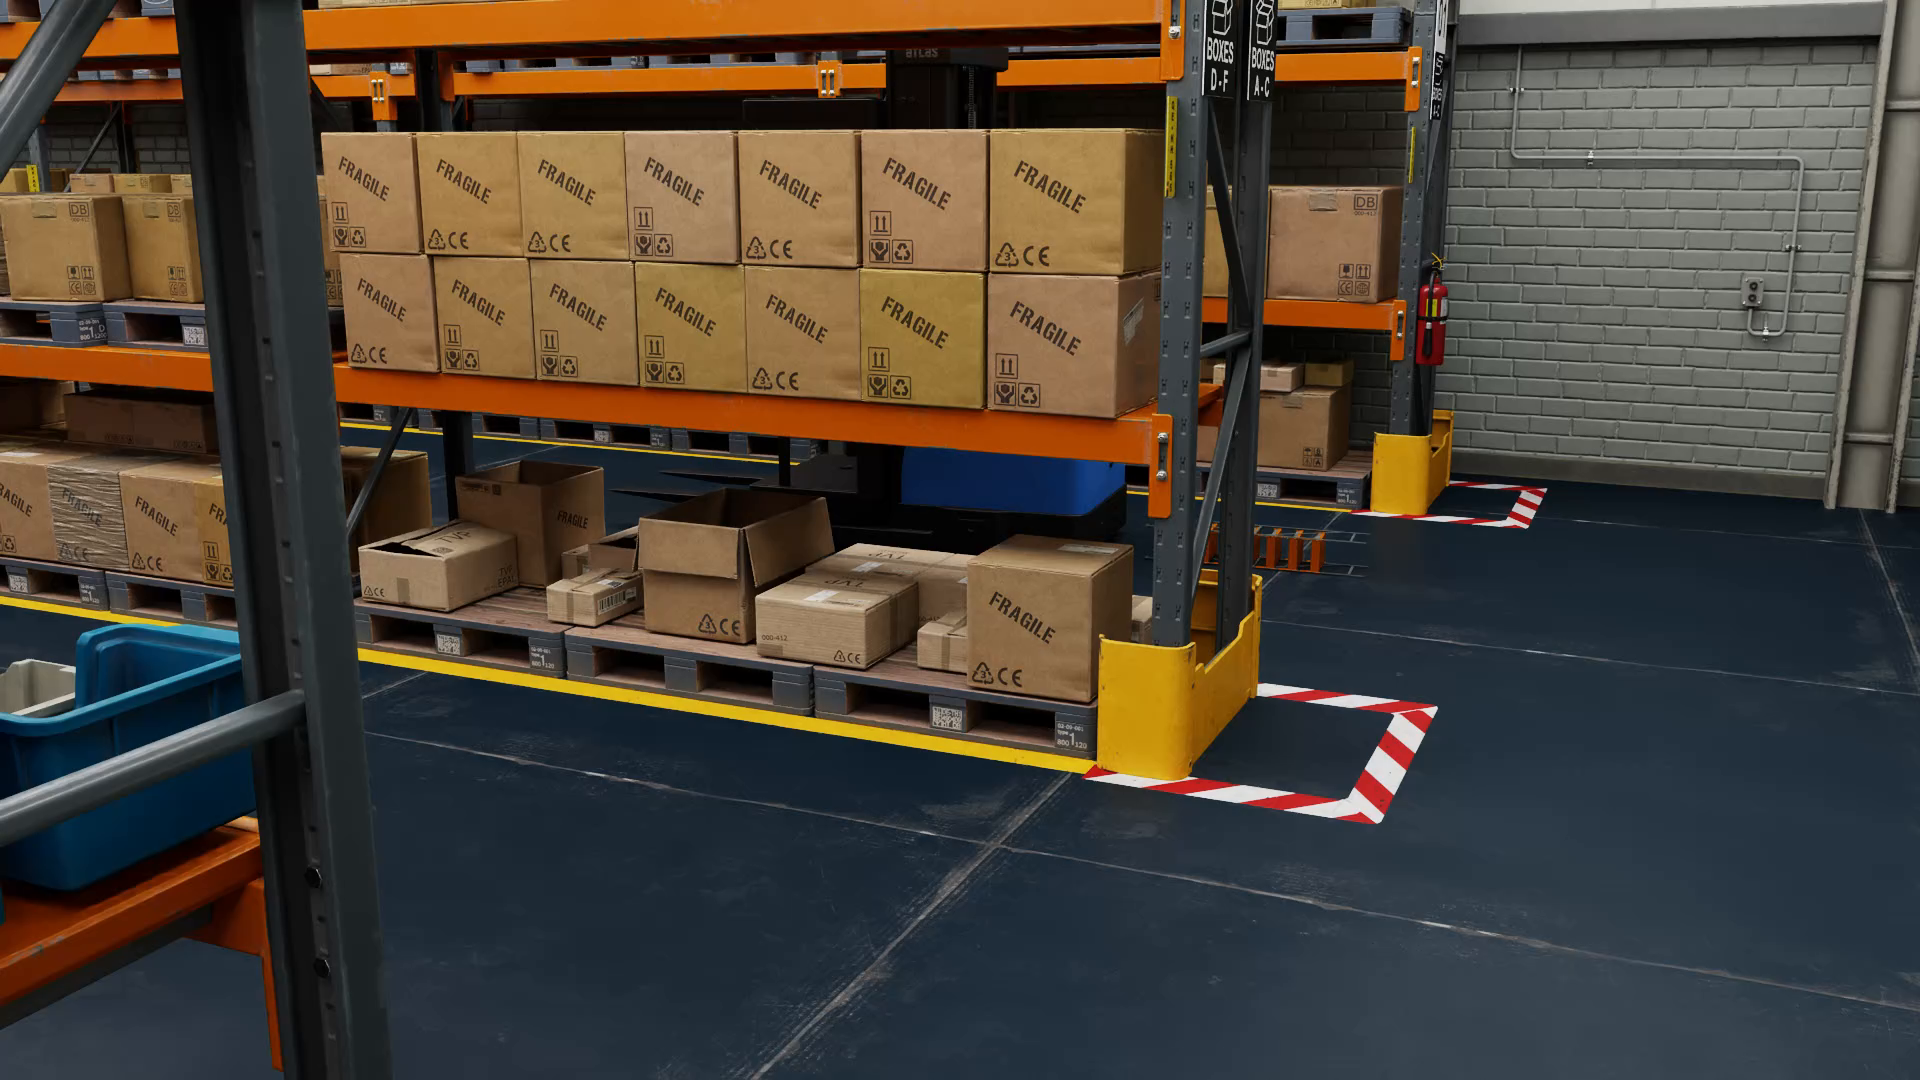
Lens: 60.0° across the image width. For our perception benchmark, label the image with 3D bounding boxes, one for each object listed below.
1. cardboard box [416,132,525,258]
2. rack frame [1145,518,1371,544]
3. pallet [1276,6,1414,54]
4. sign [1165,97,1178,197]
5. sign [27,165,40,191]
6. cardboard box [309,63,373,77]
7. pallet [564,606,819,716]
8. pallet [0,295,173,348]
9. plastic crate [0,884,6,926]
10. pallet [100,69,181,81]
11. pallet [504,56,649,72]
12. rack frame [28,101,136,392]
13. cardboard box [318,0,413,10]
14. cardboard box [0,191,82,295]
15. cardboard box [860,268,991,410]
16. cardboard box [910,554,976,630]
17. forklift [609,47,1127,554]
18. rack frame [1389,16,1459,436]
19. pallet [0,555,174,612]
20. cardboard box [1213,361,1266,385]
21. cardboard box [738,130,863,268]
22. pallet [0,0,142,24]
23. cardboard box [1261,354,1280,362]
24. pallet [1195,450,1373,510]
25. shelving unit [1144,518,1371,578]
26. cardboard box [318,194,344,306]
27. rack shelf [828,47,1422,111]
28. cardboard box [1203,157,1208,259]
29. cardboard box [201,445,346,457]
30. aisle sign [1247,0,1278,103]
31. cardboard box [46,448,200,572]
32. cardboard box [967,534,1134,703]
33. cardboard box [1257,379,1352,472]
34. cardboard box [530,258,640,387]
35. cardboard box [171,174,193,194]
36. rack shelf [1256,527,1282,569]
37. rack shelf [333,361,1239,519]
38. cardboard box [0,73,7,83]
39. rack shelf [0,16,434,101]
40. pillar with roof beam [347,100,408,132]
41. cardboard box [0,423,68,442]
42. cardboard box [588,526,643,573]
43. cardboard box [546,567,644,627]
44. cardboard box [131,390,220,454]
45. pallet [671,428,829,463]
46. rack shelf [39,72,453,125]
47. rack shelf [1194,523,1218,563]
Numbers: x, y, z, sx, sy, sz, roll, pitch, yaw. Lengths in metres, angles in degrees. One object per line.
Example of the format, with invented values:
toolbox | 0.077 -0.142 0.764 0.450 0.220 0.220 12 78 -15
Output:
cardboard box | -1.918 -1.468 7.037 0.500 0.500 0.500 5 14 21
rack frame | 1.637 -0.055 9.159 1.200 0.006 0.240 5 14 19
pallet | 2.271 -3.231 10.586 1.213 0.211 1.003 6 14 23
sign | 0.707 -1.316 5.570 0.005 0.325 0.100 6 14 23
sign | -8.231 -3.165 14.783 0.005 0.325 0.100 6 14 23
cardboard box | -5.128 -3.925 13.499 0.500 0.311 0.500 6 14 23
pallet | -0.960 0.451 7.369 1.213 0.211 1.003 6 14 23
pallet | -4.584 -1.180 8.639 1.213 0.211 1.003 6 14 23
plastic crate | -1.441 0.283 1.772 0.499 0.435 0.616 6 14 23
pallet | -6.547 -4.052 14.302 1.003 0.211 1.213 6 14 23
pallet | -2.727 -3.705 12.824 1.213 0.211 1.003 7 15 26
rack frame | -8.018 -2.858 15.368 0.127 3.000 1.000 6 14 23
cardboard box | -2.362 -2.373 7.065 0.500 0.250 0.500 6 14 23
cardboard box | -4.984 -1.547 8.641 0.500 0.500 0.700 9 16 34
cardboard box | -0.045 -0.793 6.349 0.500 0.500 0.500 6 14 24
cardboard box | 0.111 0.256 7.153 0.500 0.250 0.500 6 14 23
forklift | -0.588 -1.473 9.618 3.031 2.935 1.130 5 14 19
rack frame | 2.954 -1.747 10.636 0.127 3.000 1.000 6 14 23
pallet | -4.585 0.095 8.887 1.213 0.211 1.003 6 14 23
cardboard box | 1.848 -1.092 10.975 0.250 0.149 0.380 6 15 25
cardboard box | -0.506 -1.325 6.429 0.500 0.500 0.500 6 15 25
pallet | -4.224 -2.622 8.207 1.003 0.211 1.213 6 14 23
cardboard box | 2.005 -1.171 11.314 0.250 0.149 0.380 6 14 23
pallet | 2.191 -0.447 11.200 1.213 0.211 1.003 6 14 23
shelving unit | 1.636 0.034 9.180 1.200 0.189 0.258 5 14 19
cardboard box | -3.049 -1.426 8.129 0.500 0.500 0.700 1 13 4
rack shelf | 1.125 -3.043 11.164 4.000 0.370 1.077 6 14 23
cardboard box | 0.652 -1.344 6.509 0.500 0.500 0.500 6 15 25
cardboard box | -3.542 -0.222 8.645 0.500 0.500 0.500 6 14 24
aisle sign | 1.132 -2.033 6.162 0.004 0.787 0.394 6 14 23
cardboard box | -4.181 -0.160 8.377 0.500 0.500 0.500 6 14 24
cardboard box | 0.354 0.291 6.455 0.500 0.500 0.500 6 14 23
cardboard box | 2.273 -0.779 11.060 0.500 0.500 0.700 6 14 23
cardboard box | -1.425 -0.934 6.949 0.500 0.500 0.500 6 14 23
cardboard box | -6.444 -2.959 14.616 0.500 0.500 0.700 8 15 31
rack shelf | 1.707 0.040 9.155 0.103 0.180 0.258 5 14 19
rack shelf | -0.878 -0.547 7.096 4.000 0.370 1.077 6 14 23
cardboard box | -8.582 -4.372 14.991 0.500 0.500 0.500 6 15 25
rack shelf | -4.535 -2.378 8.330 4.000 0.370 1.077 6 14 23
pillar with roof beam | -6.943 -4.810 10.556 0.400 9.000 9.100 6 14 23
cardboard box | -4.941 -0.364 9.250 0.500 0.500 0.500 5 14 21
cardboard box | -1.385 0.075 7.791 0.500 0.311 0.500 6 14 23
cardboard box | -1.616 0.245 7.385 0.250 0.166 0.380 6 14 23
cardboard box | -3.965 -0.633 8.754 0.500 0.250 0.500 6 14 23
pallet | -1.440 -0.816 12.769 1.213 0.211 1.003 6 14 23
rack shelf | -6.189 -3.783 14.318 4.000 0.370 1.077 6 14 23
rack shelf | 1.368 0.011 9.272 0.103 0.180 0.258 5 14 19
